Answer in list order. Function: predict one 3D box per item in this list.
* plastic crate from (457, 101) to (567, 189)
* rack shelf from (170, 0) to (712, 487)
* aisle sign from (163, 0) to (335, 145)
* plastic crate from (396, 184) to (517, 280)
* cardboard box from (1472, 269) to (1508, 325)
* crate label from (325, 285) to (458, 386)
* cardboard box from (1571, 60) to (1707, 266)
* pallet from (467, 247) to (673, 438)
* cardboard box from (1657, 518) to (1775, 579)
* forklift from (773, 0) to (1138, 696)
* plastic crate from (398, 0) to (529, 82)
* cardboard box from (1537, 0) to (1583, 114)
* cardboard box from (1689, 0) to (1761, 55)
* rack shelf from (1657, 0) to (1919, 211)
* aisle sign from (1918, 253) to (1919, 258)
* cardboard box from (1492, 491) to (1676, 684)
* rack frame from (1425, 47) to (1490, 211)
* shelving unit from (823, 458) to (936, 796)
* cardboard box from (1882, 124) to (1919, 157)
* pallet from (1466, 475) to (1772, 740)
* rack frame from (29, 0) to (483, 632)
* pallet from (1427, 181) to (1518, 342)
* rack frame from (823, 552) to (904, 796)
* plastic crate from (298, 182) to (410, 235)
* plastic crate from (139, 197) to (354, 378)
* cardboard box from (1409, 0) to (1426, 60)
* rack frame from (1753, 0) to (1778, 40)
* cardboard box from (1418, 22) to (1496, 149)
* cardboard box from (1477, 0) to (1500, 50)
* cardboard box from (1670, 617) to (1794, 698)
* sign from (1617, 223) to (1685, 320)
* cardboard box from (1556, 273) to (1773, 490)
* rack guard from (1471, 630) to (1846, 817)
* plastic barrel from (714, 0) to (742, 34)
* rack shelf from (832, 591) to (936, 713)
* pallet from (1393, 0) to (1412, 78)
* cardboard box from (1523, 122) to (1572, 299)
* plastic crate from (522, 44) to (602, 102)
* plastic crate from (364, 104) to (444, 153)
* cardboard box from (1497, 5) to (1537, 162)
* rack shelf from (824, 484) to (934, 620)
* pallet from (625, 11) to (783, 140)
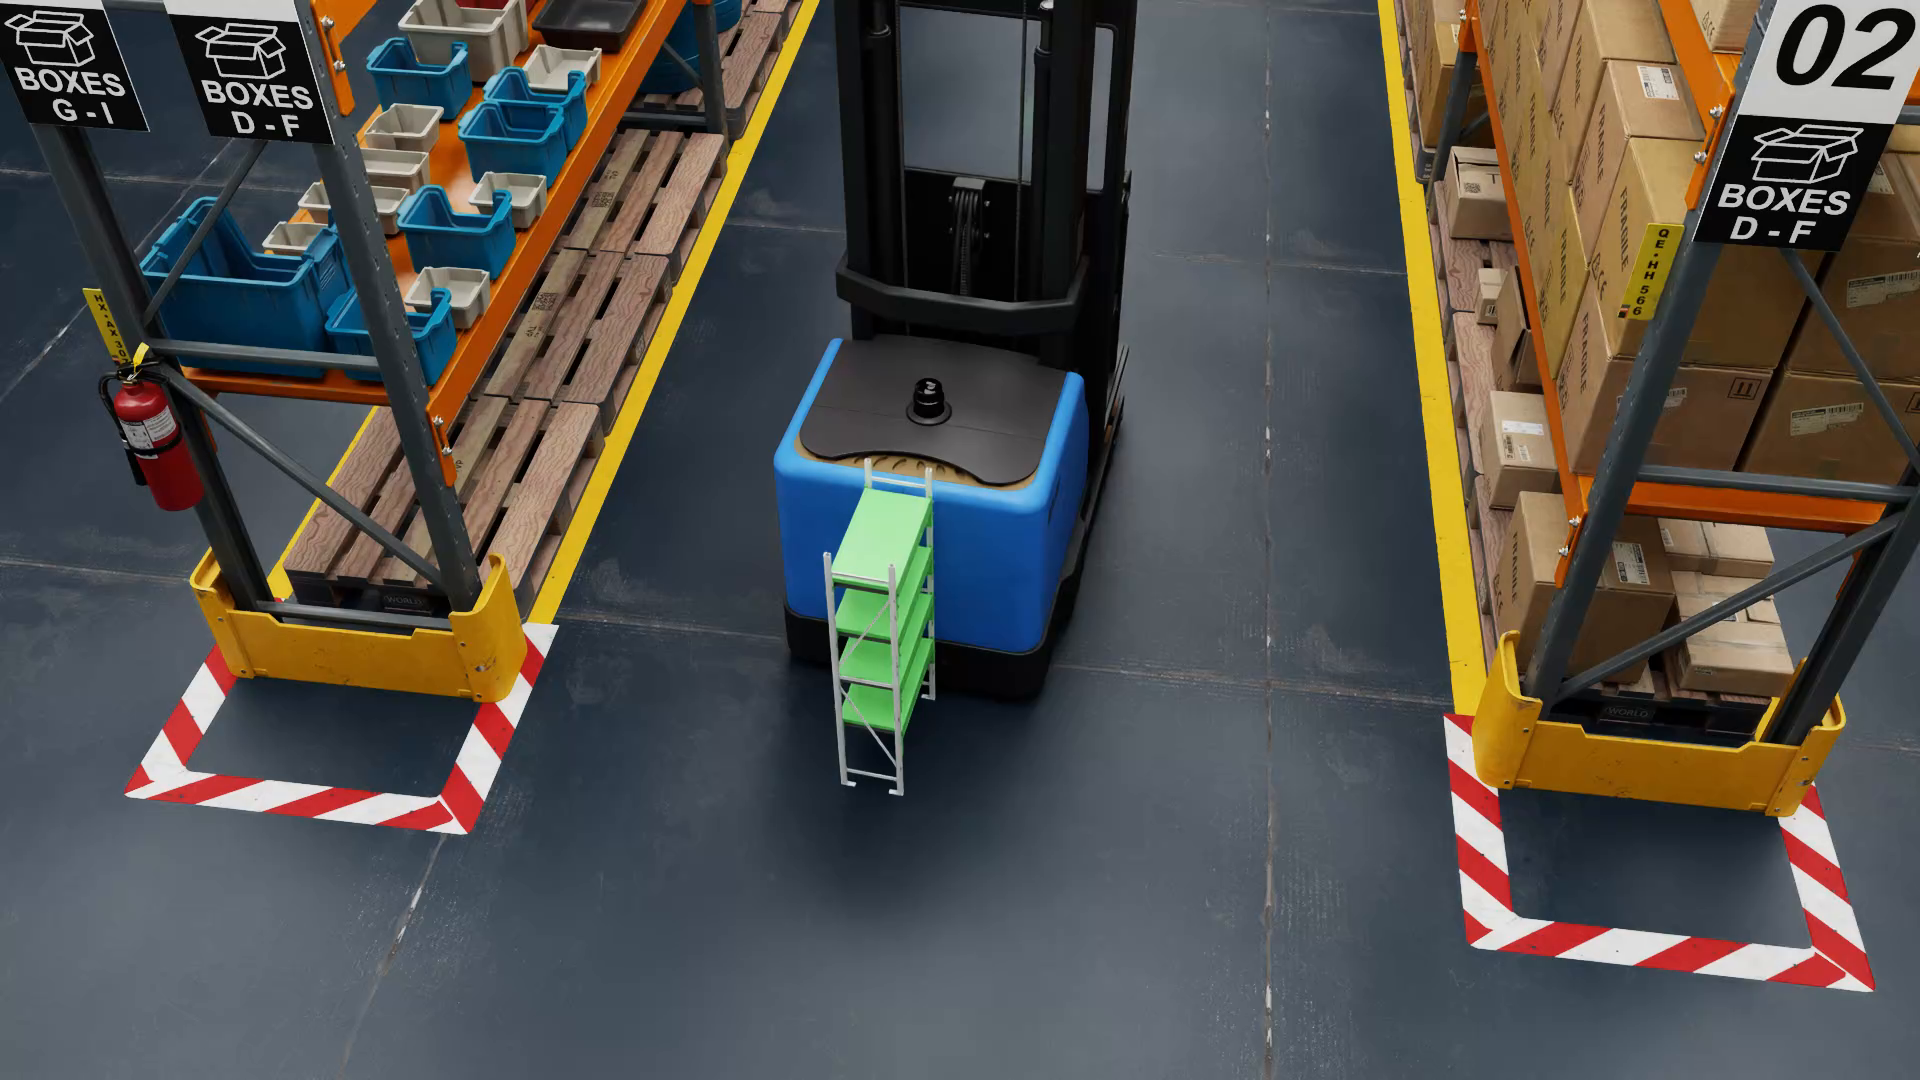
[{"bbox_3d":[-1.831,-1.624,6.861,0.416,0.233,0.300,5,44,6],"label":"plastic crate"},{"bbox_3d":[-2.100,-1.729,7.417,1.077,0.370,4.000,5,44,6],"label":"rack shelf"},{"bbox_3d":[-2.079,-1.495,4.756,0.394,0.787,0.004,5,44,6],"label":"aisle sign"},{"bbox_3d":[-1.918,-1.175,6.387,0.416,0.233,0.300,5,44,6],"label":"plastic crate"},{"bbox_3d":[2.700,-1.174,8.049,0.380,0.166,0.250,5,44,6],"label":"cardboard box"},{"bbox_3d":[-2.005,-0.726,5.913,0.416,0.233,0.303,5,44,6],"label":"crate label"},{"bbox_3d":[2.398,-1.246,5.584,0.500,0.500,0.500,6,44,7],"label":"cardboard box"},{"bbox_3d":[-2.053,-1.002,8.155,1.003,0.211,1.213,5,44,6],"label":"pallet"},{"bbox_3d":[2.965,-0.021,6.770,0.500,0.250,0.500,5,44,6],"label":"cardboard box"},{"bbox_3d":[0.145,-1.481,6.683,1.130,2.935,3.031,9,44,10],"label":"forklift"},{"bbox_3d":[-2.220,-2.308,7.548,0.437,0.282,0.530,5,44,6],"label":"plastic crate"},{"bbox_3d":[2.530,-1.950,6.328,0.500,0.500,0.500,6,44,7],"label":"cardboard box"},{"bbox_3d":[2.352,-1.583,4.668,0.500,0.250,0.500,5,44,6],"label":"cardboard box"},{"bbox_3d":[2.810,-2.365,5.908,1.077,0.370,4.000,5,44,6],"label":"rack shelf"},{"bbox_3d":[2.828,-1.045,4.281,0.394,0.787,0.004,5,44,6],"label":"aisle sign"},{"bbox_3d":[2.373,0.181,6.375,0.500,0.500,0.500,5,44,6],"label":"cardboard box"},{"bbox_3d":[3.074,-2.900,8.131,1.000,3.000,0.127,5,44,6],"label":"rack frame"},{"bbox_3d":[-0.273,0.337,6.021,0.258,1.200,0.503,9,44,10],"label":"shelving unit"},{"bbox_3d":[2.927,-1.209,5.545,0.500,0.500,0.500,6,44,6],"label":"cardboard box"},{"bbox_3d":[2.660,0.243,6.840,1.003,0.211,1.213,5,44,6],"label":"pallet"},{"bbox_3d":[-2.364,-0.627,5.730,1.000,3.000,0.127,5,44,6],"label":"rack frame"},{"bbox_3d":[2.983,-1.420,8.596,1.003,0.211,1.213,5,44,6],"label":"pallet"},{"bbox_3d":[-0.330,0.500,5.849,0.240,1.200,0.015,9,44,10],"label":"rack frame"},{"bbox_3d":[-2.383,-1.321,6.612,0.396,0.136,0.243,5,44,6],"label":"plastic crate"},{"bbox_3d":[-2.505,-0.907,5.957,0.616,0.435,0.499,5,44,6],"label":"plastic crate"},{"bbox_3d":[2.996,-3.192,9.938,0.500,0.500,0.500,6,44,6],"label":"cardboard box"},{"bbox_3d":[2.545,-2.352,3.190,1.000,3.000,0.127,5,44,6],"label":"rack frame"},{"bbox_3d":[2.855,-2.515,9.222,0.500,0.500,0.500,5,44,5],"label":"cardboard box"},{"bbox_3d":[2.737,-2.614,7.756,0.500,0.500,0.500,6,44,7],"label":"cardboard box"},{"bbox_3d":[2.941,0.447,6.350,0.380,0.149,0.250,5,44,6],"label":"cardboard box"},{"bbox_3d":[1.998,-0.773,4.813,0.100,0.325,0.005,5,44,6],"label":"sign"},{"bbox_3d":[2.335,-0.540,5.566,0.500,0.500,0.500,6,44,7],"label":"cardboard box"},{"bbox_3d":[2.556,0.682,6.166,1.175,0.500,0.348,5,44,6],"label":"rack guard"},{"bbox_3d":[-1.653,-3.595,10.086,0.600,0.901,0.708,5,44,6],"label":"plastic barrel"},{"bbox_3d":[-0.273,0.384,6.065,0.258,0.148,0.480,9,44,10],"label":"rack shelf"},{"bbox_3d":[3.303,-3.279,10.560,1.003,0.211,1.213,5,44,6],"label":"pallet"},{"bbox_3d":[2.471,-1.234,6.299,0.500,0.500,0.500,6,44,6],"label":"cardboard box"},{"bbox_3d":[-1.767,-2.065,7.397,0.293,0.136,0.466,5,44,6],"label":"plastic crate"},{"bbox_3d":[-2.350,-1.717,7.030,0.298,0.136,0.250,5,44,6],"label":"plastic crate"},{"bbox_3d":[2.604,-1.924,7.027,0.500,0.500,0.500,5,44,5],"label":"cardboard box"},{"bbox_3d":[-0.272,0.035,5.735,0.258,0.148,0.480,9,44,10],"label":"rack shelf"},{"bbox_3d":[-1.692,-2.862,10.120,1.003,0.211,1.213,5,44,6],"label":"pallet"}]
